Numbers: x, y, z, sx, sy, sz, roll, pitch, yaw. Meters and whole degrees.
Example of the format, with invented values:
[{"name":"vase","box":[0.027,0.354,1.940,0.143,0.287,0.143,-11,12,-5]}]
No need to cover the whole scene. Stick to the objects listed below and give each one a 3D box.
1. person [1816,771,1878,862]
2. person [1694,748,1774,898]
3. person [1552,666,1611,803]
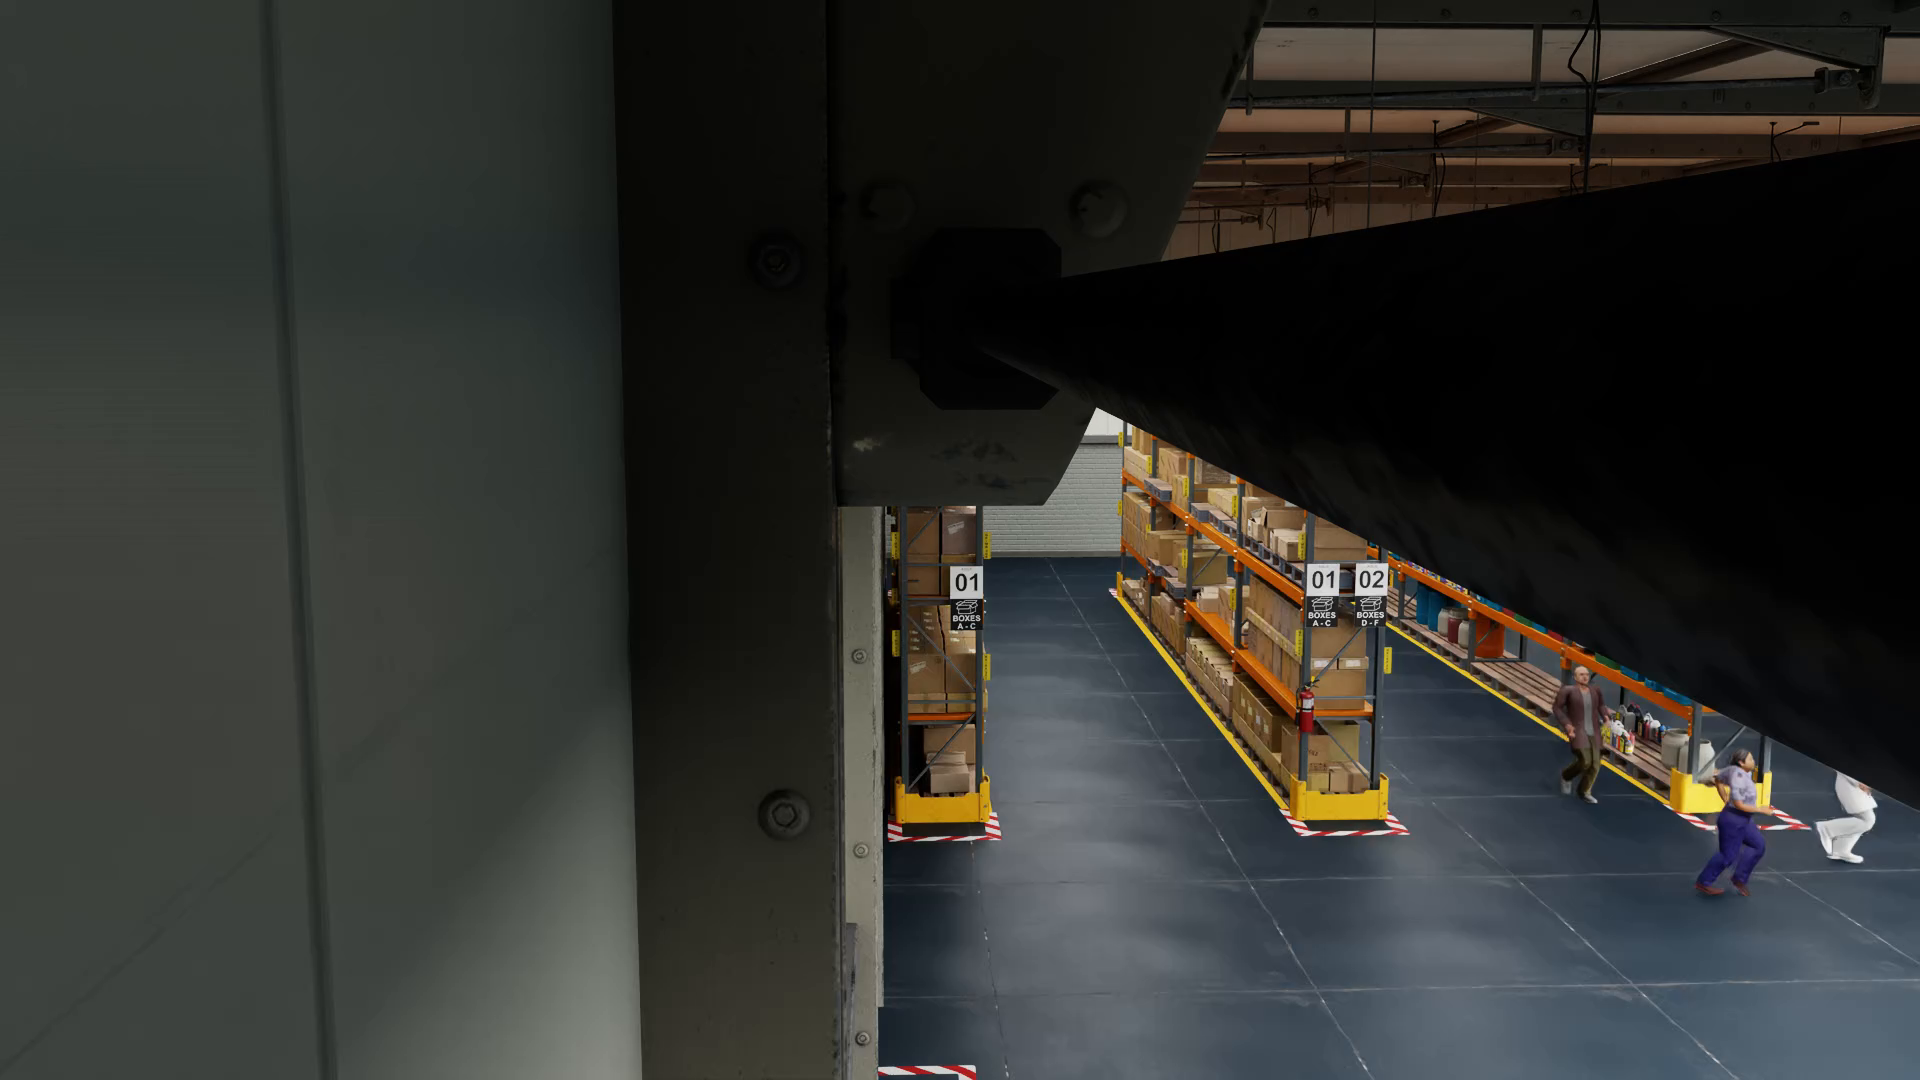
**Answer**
[{"name":"person","box":[10.183,2.824,19.053,0.608,1.705,0.697,4,9,27]},{"name":"person","box":[8.315,3.053,17.833,0.720,1.659,0.561,4,9,27]},{"name":"person","box":[8.045,2.492,21.364,0.704,1.714,0.591,-1,8,-7]}]
